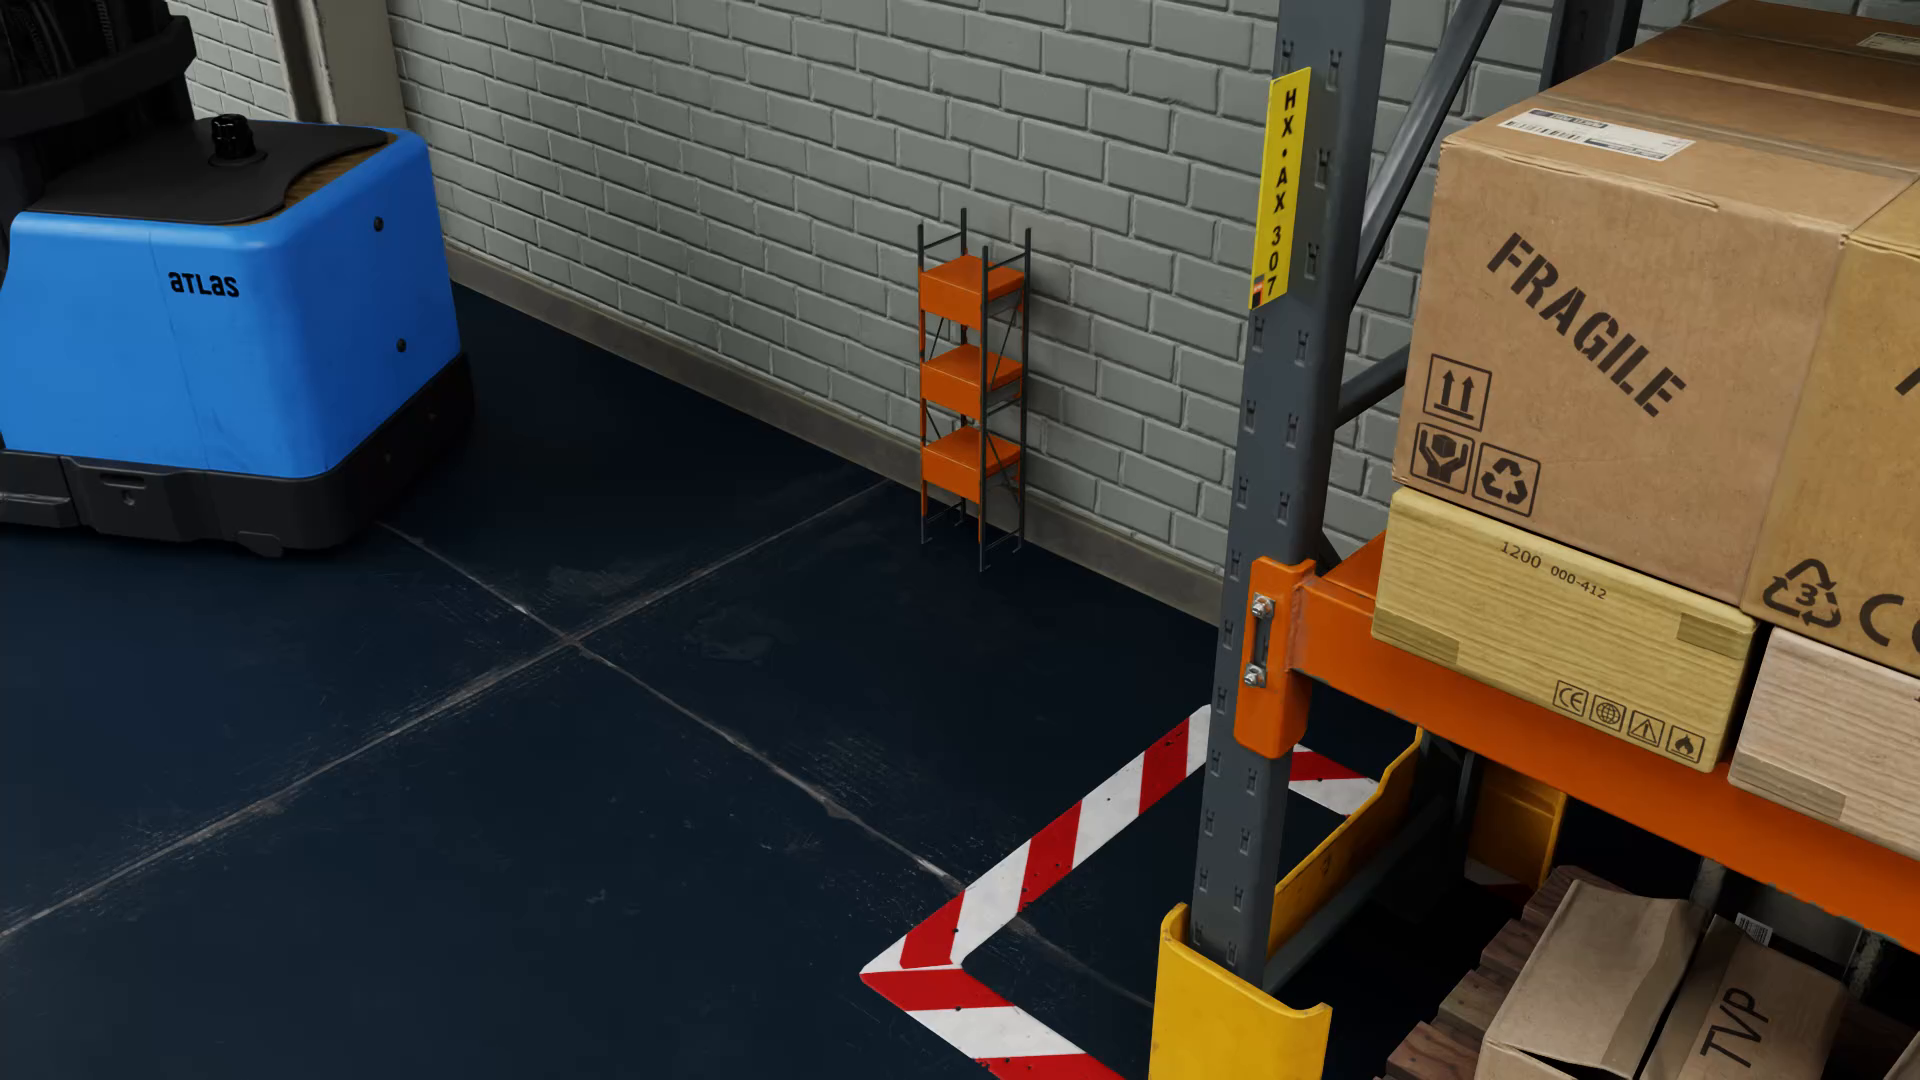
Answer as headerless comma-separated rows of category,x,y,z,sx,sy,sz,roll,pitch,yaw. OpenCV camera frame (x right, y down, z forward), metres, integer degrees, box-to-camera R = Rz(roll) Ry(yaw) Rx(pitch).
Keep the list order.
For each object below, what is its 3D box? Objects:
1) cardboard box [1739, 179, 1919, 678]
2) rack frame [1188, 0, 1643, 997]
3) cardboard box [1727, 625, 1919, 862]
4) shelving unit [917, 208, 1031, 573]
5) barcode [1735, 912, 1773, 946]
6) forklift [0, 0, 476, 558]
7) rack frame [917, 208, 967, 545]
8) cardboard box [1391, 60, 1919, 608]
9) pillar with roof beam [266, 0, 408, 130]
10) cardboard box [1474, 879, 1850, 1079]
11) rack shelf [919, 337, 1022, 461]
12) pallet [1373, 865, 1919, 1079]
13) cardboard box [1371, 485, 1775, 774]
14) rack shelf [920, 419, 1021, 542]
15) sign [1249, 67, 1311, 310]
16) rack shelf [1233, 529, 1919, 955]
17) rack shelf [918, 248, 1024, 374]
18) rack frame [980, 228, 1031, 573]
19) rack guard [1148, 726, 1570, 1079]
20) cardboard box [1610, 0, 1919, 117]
cardboard box,1.320,-0.131,1.959,0.500,0.500,0.500,25,39,35
rack frame,0.808,-0.321,2.874,0.127,3.000,1.000,25,39,35
cardboard box,1.352,0.200,2.136,0.500,0.250,0.500,24,38,34
shelving unit,0.040,-0.431,4.948,0.252,1.050,0.215,25,39,35
barcode,1.543,0.766,3.241,0.075,0.075,0.001,25,39,35
forklift,-3.274,-1.572,5.020,3.031,2.935,1.130,6,32,10
rack frame,-0.051,-0.473,5.019,0.008,1.050,0.200,25,39,35
cardboard box,0.961,-0.306,2.249,0.500,0.500,0.500,25,39,35
pillar with roof beam,-5.430,-3.410,2.189,0.400,9.000,9.100,25,39,35
cardboard box,1.261,0.917,2.999,0.500,0.311,0.500,20,37,30
rack shelf,0.040,-0.422,4.954,0.240,0.259,0.215,25,39,35
pallet,1.443,1.195,3.060,1.213,0.211,1.003,25,39,35
cardboard box,0.957,0.025,2.426,0.500,0.250,0.500,24,38,34
rack shelf,0.040,-0.184,5.097,0.240,0.259,0.215,25,39,35
sign,0.444,-0.484,2.306,0.005,0.325,0.100,25,39,35
rack shelf,2.291,0.680,1.910,4.000,0.370,1.077,25,39,35
rack shelf,0.040,-0.665,4.808,0.240,0.259,0.215,25,39,35
rack frame,0.130,-0.389,4.878,0.008,1.050,0.200,25,39,35
rack guard,0.865,0.777,3.475,0.348,0.500,1.175,25,39,35
cardboard box,1.301,-0.504,2.578,0.500,0.500,0.500,25,39,35
